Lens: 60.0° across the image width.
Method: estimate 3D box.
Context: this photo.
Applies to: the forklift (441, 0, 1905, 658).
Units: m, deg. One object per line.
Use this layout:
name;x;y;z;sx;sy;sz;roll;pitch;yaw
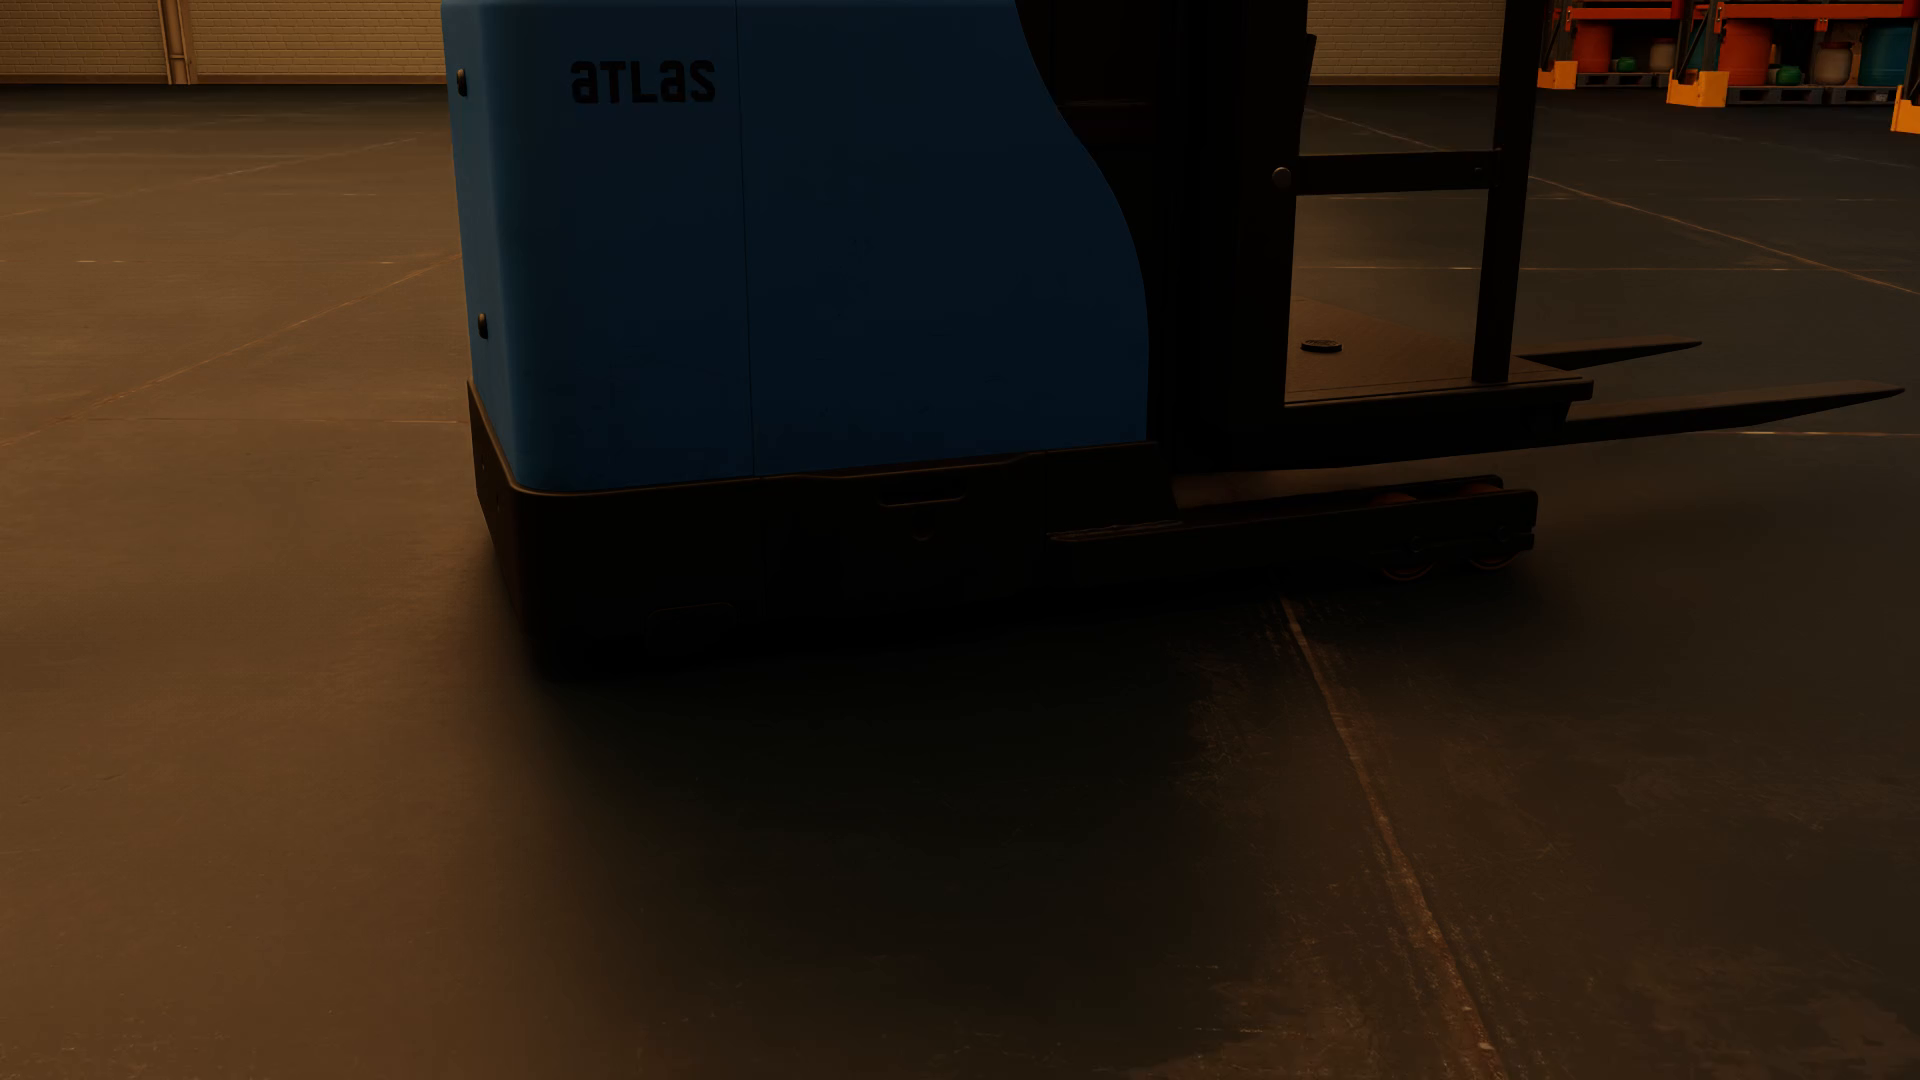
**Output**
forklift;0.571;-1.462;3.137;3.031;2.935;1.130;-6;18;-19
